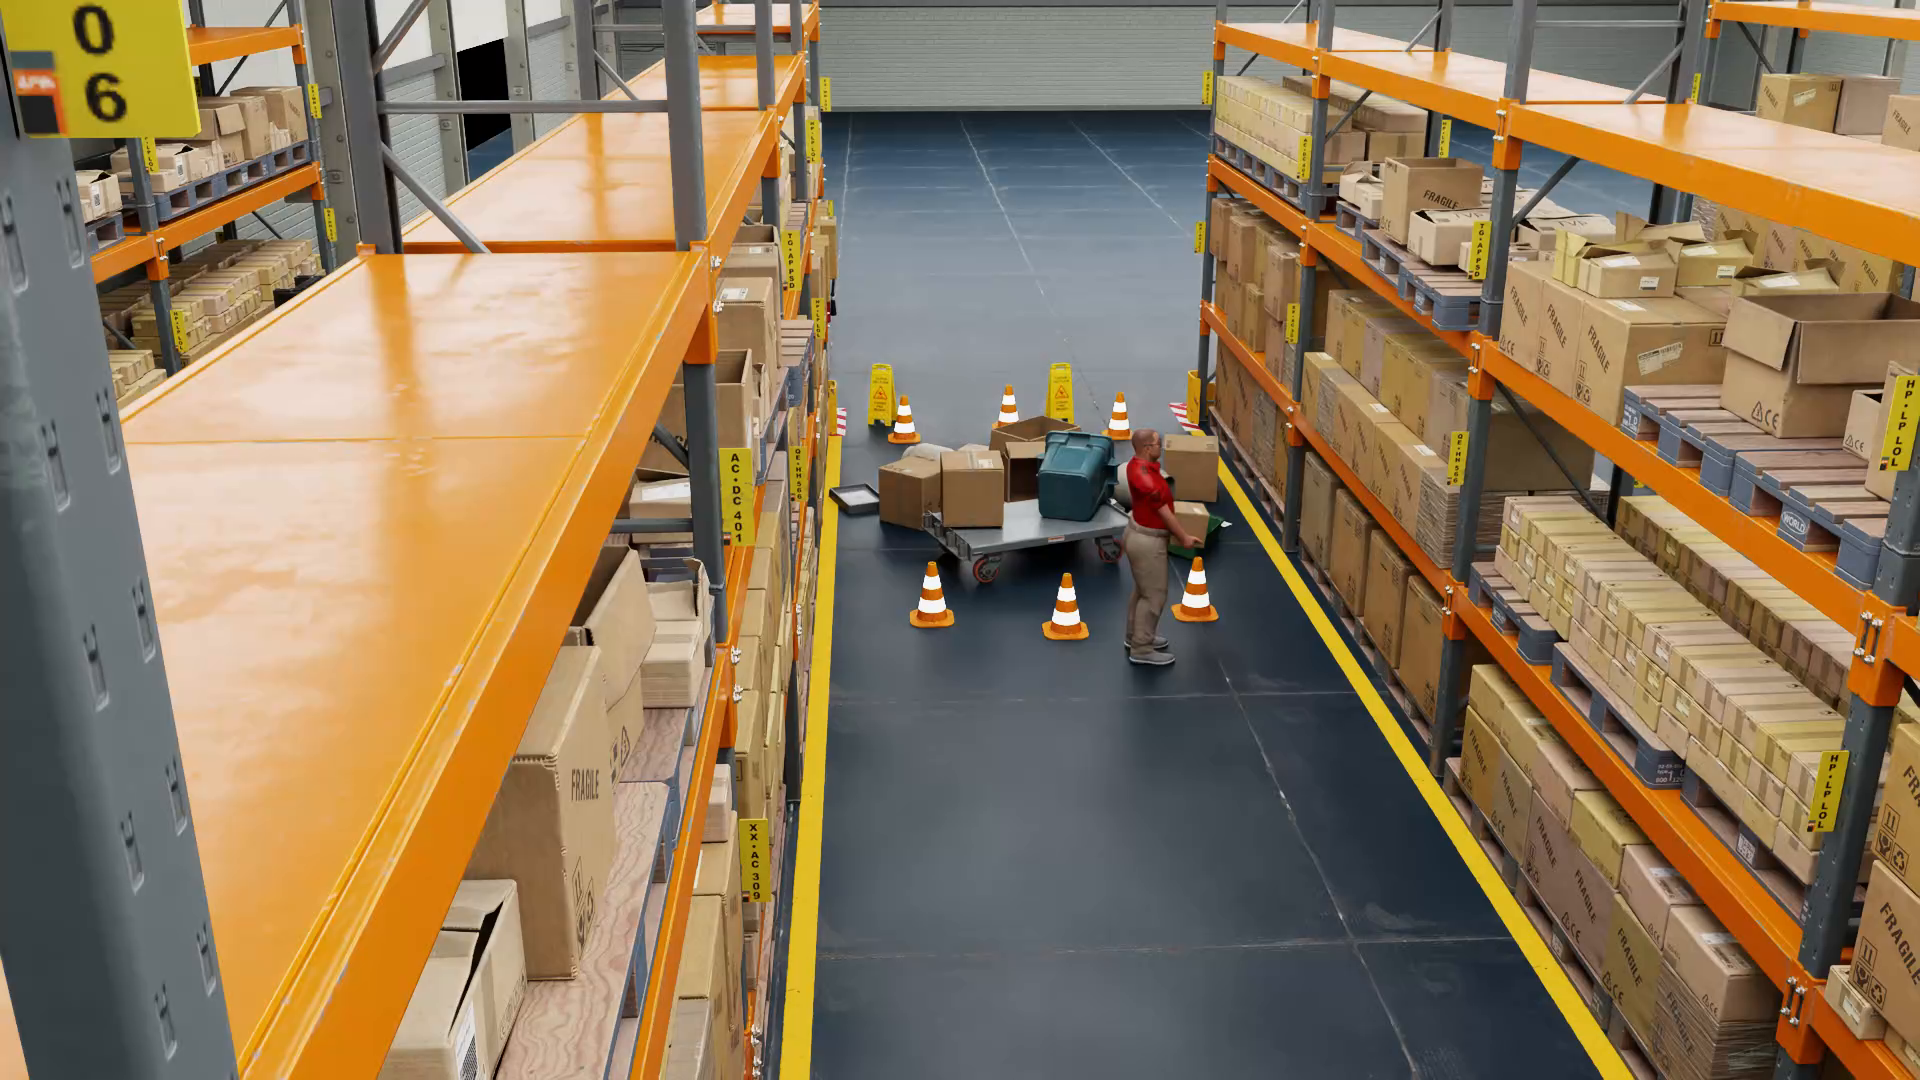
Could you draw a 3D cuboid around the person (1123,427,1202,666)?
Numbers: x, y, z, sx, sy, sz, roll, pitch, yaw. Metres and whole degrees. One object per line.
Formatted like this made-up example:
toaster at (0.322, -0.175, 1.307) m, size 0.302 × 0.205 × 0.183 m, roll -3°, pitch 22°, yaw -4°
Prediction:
person at (1.438, 0.025, 11.902) m, size 0.539 × 1.721 × 0.492 m, roll -1°, pitch 20°, yaw -2°
